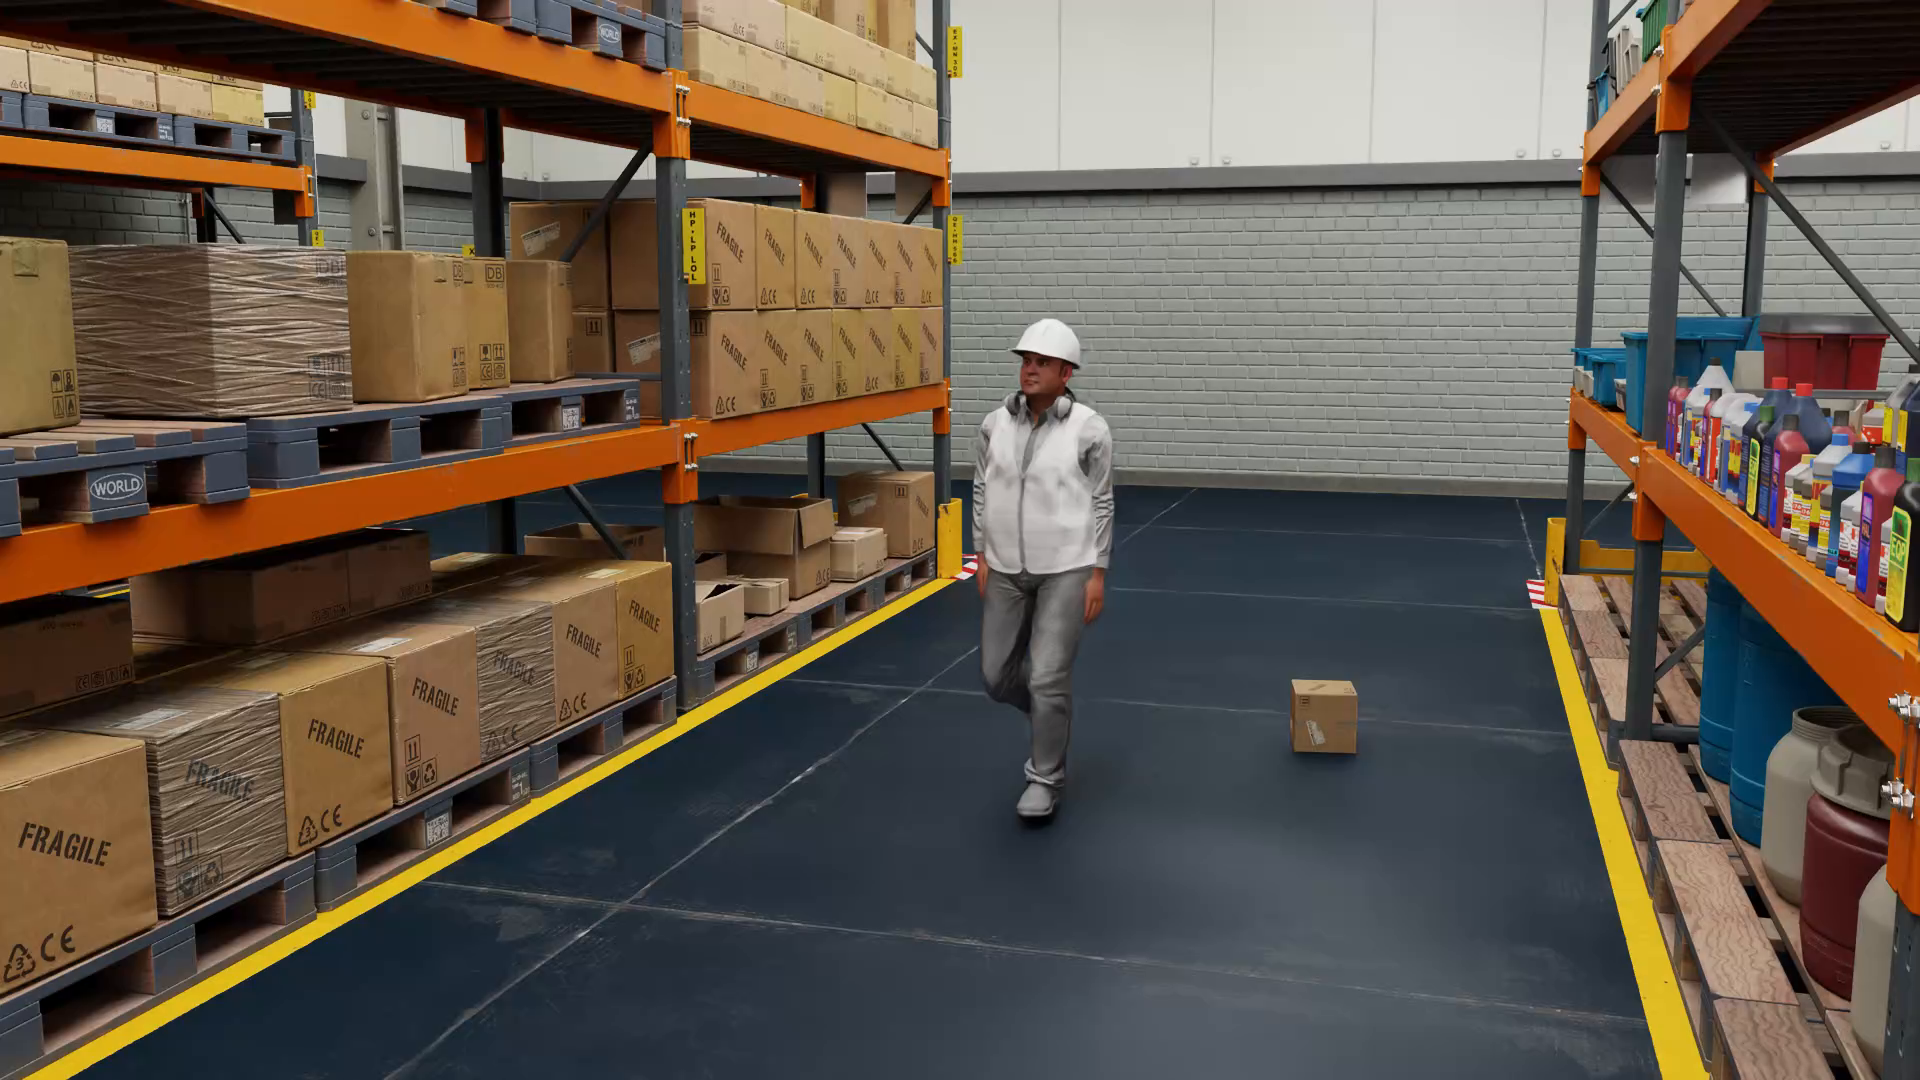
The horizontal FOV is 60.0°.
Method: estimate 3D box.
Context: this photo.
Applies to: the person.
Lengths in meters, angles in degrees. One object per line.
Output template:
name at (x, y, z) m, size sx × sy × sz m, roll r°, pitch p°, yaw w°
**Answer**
person at (0.337, 0.164, 6.089) m, size 0.448 × 1.475 × 0.545 m, roll 4°, pitch 9°, yaw 26°
